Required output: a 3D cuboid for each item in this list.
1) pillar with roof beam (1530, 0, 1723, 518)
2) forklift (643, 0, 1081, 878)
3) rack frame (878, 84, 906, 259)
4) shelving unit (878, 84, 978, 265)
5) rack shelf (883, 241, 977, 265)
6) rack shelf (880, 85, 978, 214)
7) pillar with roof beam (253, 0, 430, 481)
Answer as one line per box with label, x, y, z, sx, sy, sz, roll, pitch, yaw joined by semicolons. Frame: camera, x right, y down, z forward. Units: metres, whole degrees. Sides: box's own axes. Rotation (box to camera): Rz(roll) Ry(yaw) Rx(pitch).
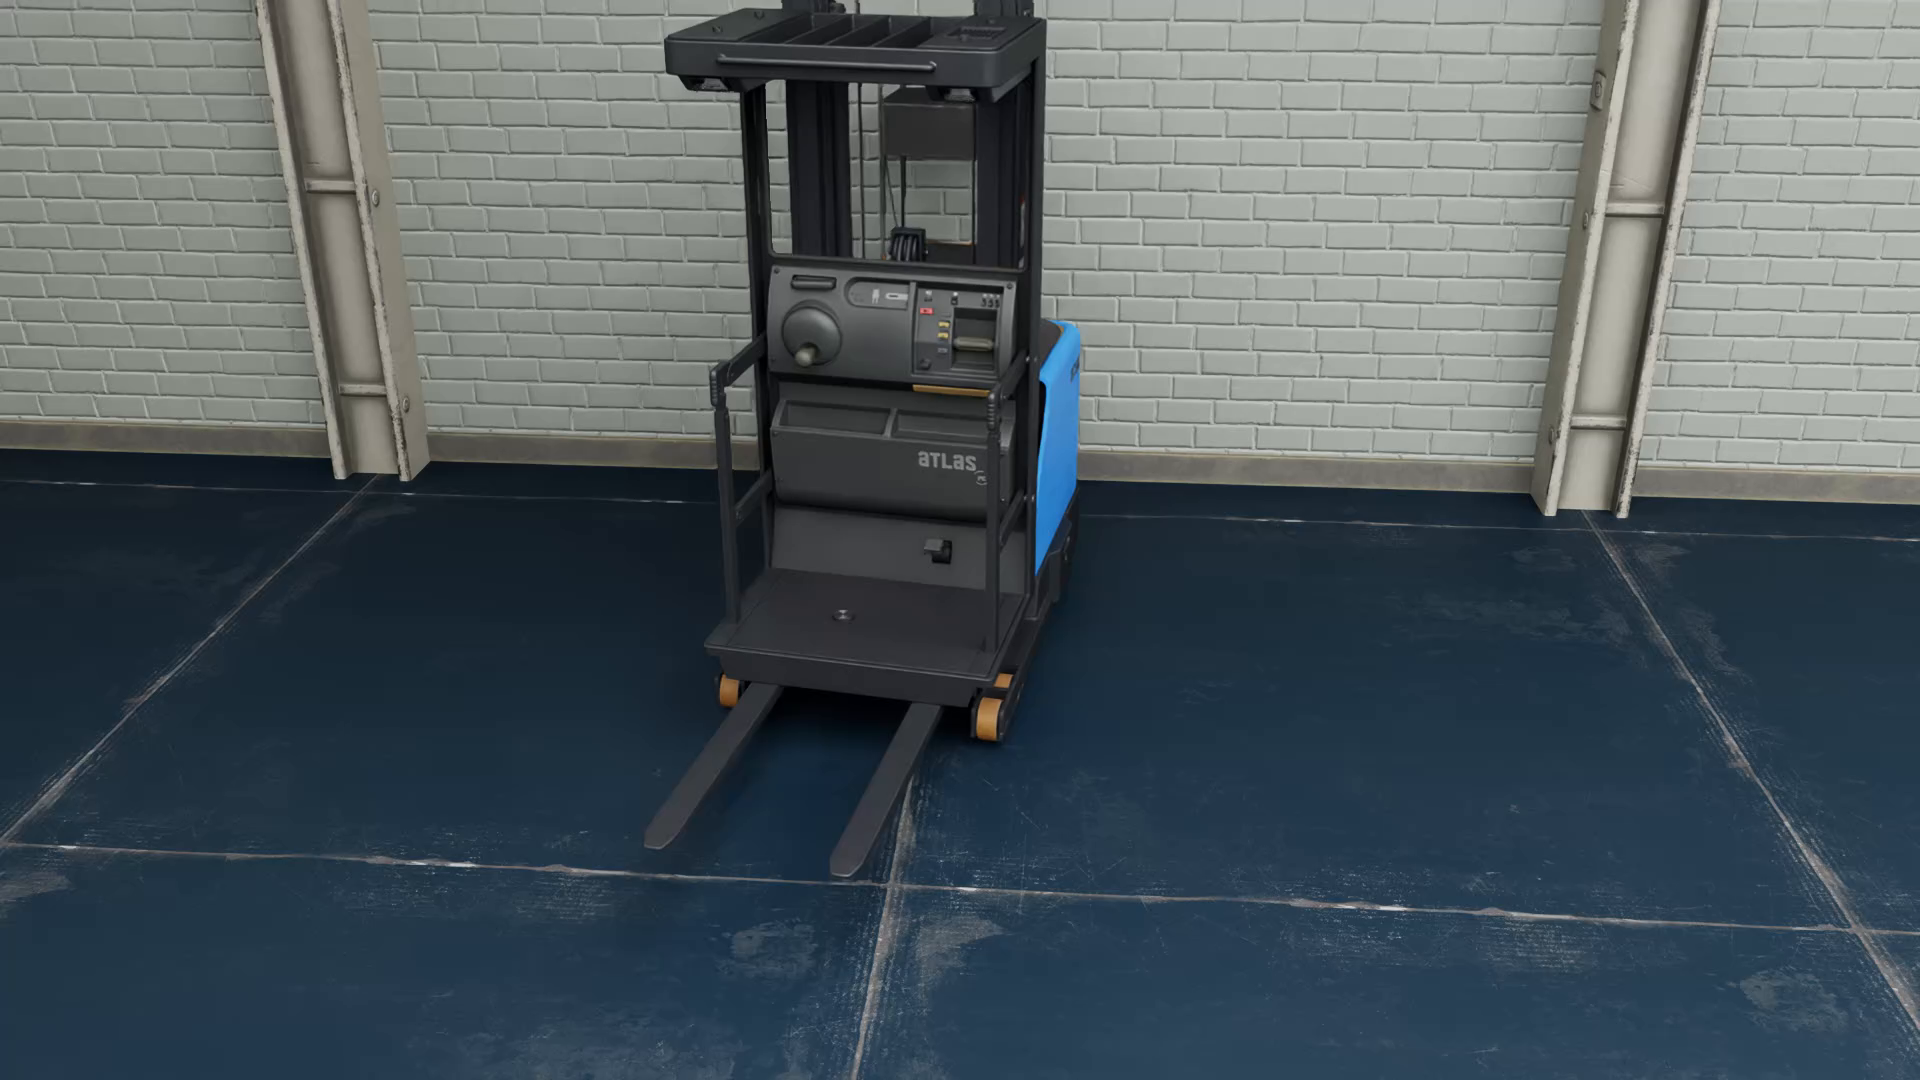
pillar with roof beam;2.691;-2.470;2.352;0.400;9.000;9.100;2;25;4
forklift;-0.303;-0.761;5.898;1.130;2.935;3.031;6;25;12
rack frame;-0.301;-1.136;7.708;0.015;2.100;0.400;5;25;12
shelving unit;-0.063;-1.114;7.659;0.503;2.100;0.431;5;25;12
rack shelf;-0.063;-1.101;7.665;0.480;0.518;0.431;5;25;12
rack shelf;-0.063;-1.737;7.372;0.480;0.518;0.431;5;25;12
pillar with roof beam;-3.291;-2.662;2.769;0.400;9.000;9.100;2;25;4
